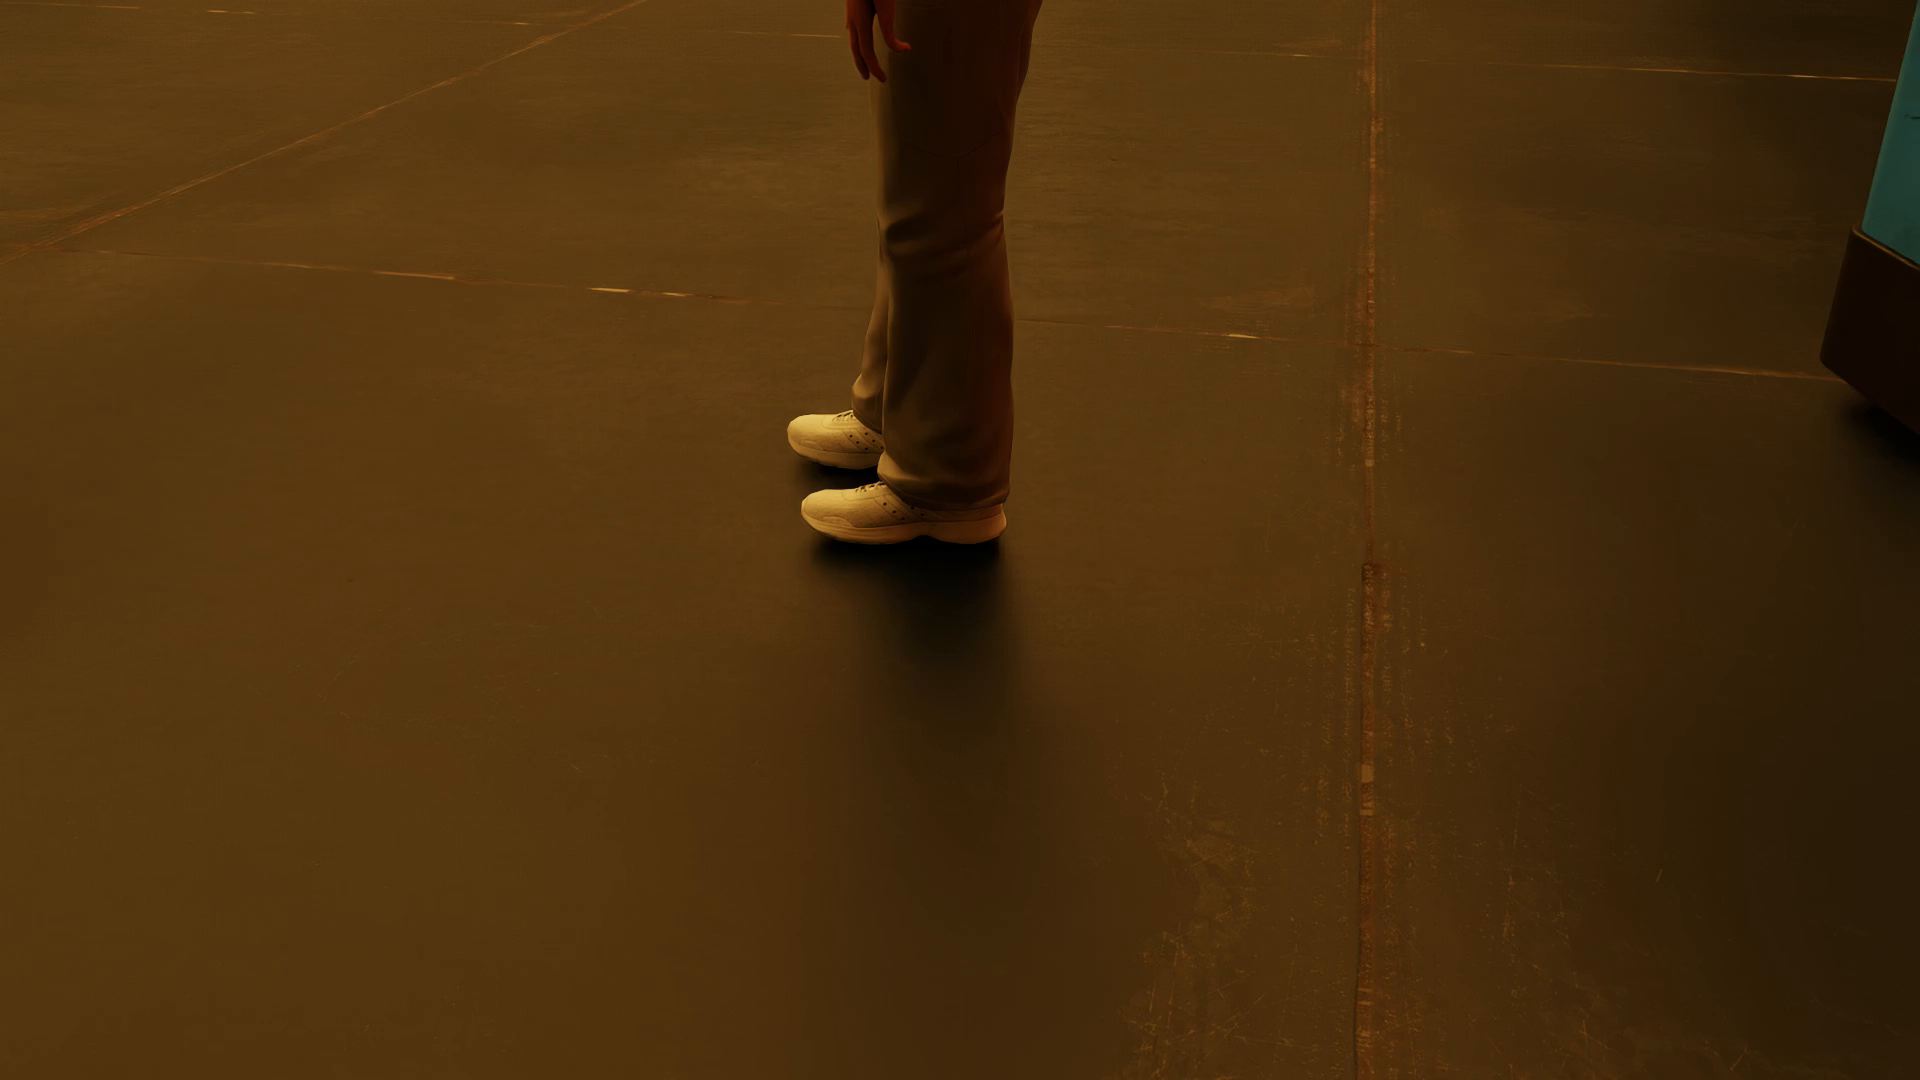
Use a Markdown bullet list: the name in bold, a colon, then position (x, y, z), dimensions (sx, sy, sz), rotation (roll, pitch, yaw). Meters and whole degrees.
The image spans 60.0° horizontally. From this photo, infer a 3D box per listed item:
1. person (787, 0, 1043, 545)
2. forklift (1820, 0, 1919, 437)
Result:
- **person**: position (-0.069, -0.763, 2.148), dimensions (0.548, 1.663, 0.549), rotation (6, 27, 11)
- **forklift**: position (3.054, -1.370, 1.962), dimensions (3.031, 2.935, 1.130), rotation (0, 27, -1)
